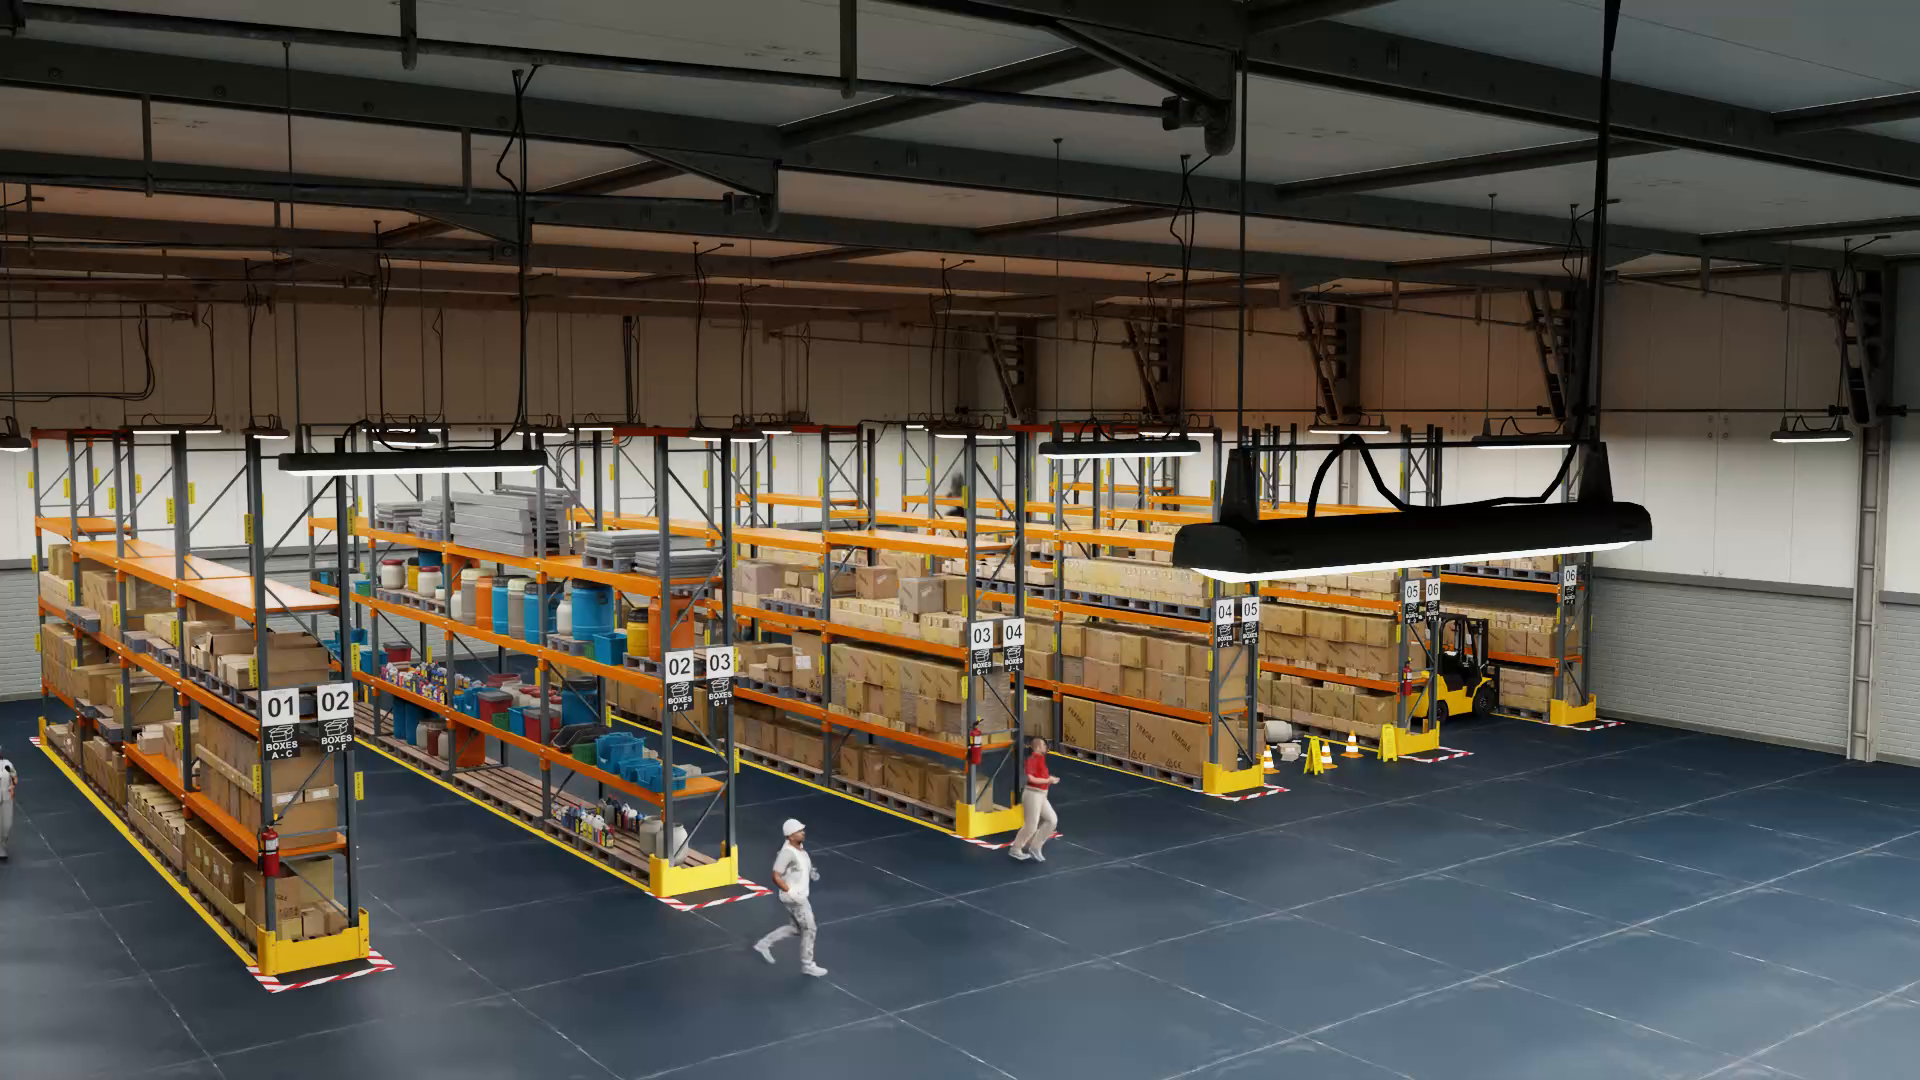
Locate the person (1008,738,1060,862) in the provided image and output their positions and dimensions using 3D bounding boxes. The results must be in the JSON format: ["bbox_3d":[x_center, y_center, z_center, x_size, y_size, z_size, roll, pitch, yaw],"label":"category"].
[{"bbox_3d":[1.092,3.667,23.445,0.697,1.740,0.667,1,5,18],"label":"person"}]

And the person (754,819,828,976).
[{"bbox_3d":[-1.897,3.993,18.616,0.824,1.777,0.673,0,4,-2],"label":"person"}]

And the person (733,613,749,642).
[{"bbox_3d":[-5.472,2.237,41.646,0.575,1.767,0.744,4,6,44],"label":"person"}]

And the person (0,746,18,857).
[{"bbox_3d":[-13.621,3.678,23.524,0.551,1.614,0.607,4,6,40],"label":"person"}]
